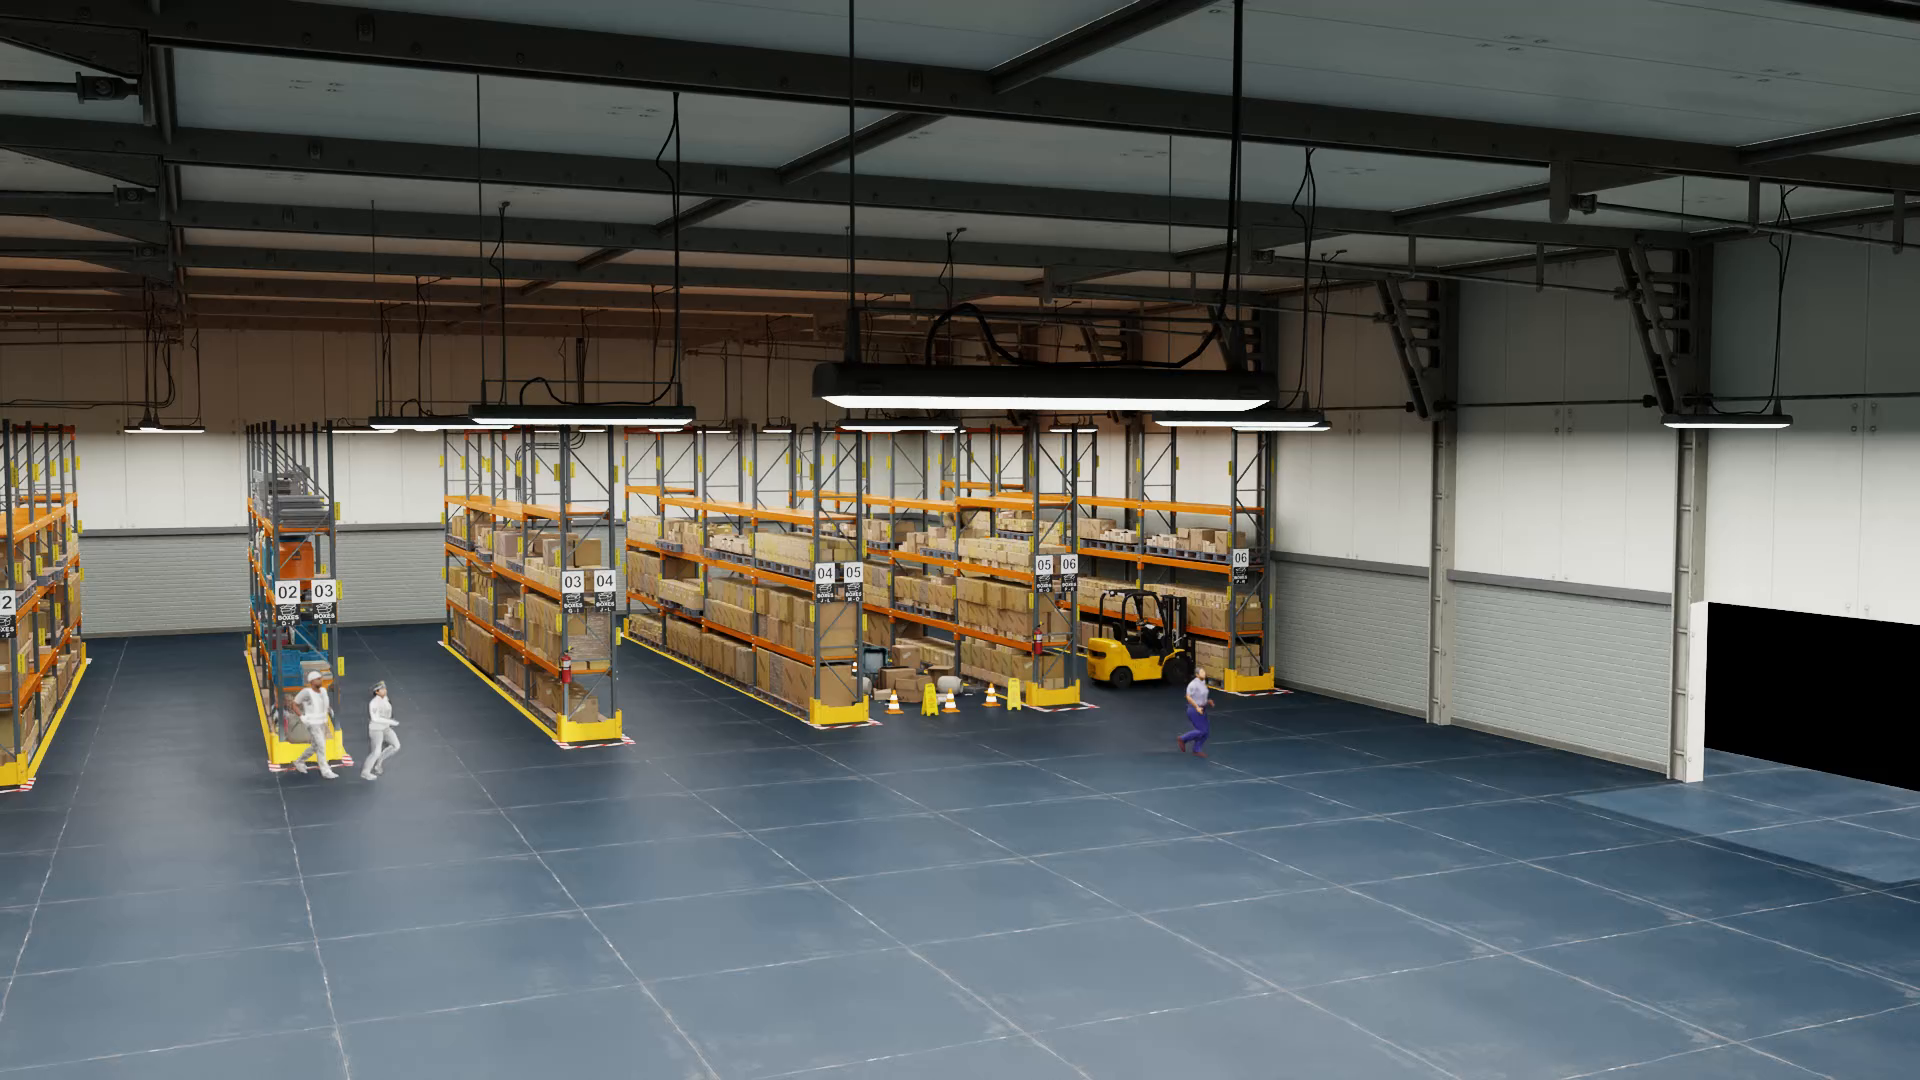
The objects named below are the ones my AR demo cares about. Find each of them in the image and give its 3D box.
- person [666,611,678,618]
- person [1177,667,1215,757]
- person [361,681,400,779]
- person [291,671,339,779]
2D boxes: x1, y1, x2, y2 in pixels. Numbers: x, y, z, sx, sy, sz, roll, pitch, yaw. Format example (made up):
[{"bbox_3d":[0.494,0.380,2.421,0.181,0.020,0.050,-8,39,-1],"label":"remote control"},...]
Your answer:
[{"bbox_3d":[-8.698,1.763,49.592,0.663,1.744,0.685,-2,4,-25],"label":"person"},{"bbox_3d":[4.234,3.070,29.755,0.596,1.620,0.600,2,4,25],"label":"person"},{"bbox_3d":[-9.636,3.153,27.738,0.728,1.651,0.631,1,4,14],"label":"person"},{"bbox_3d":[-10.781,3.077,27.837,0.915,1.769,0.691,1,4,15],"label":"person"}]
